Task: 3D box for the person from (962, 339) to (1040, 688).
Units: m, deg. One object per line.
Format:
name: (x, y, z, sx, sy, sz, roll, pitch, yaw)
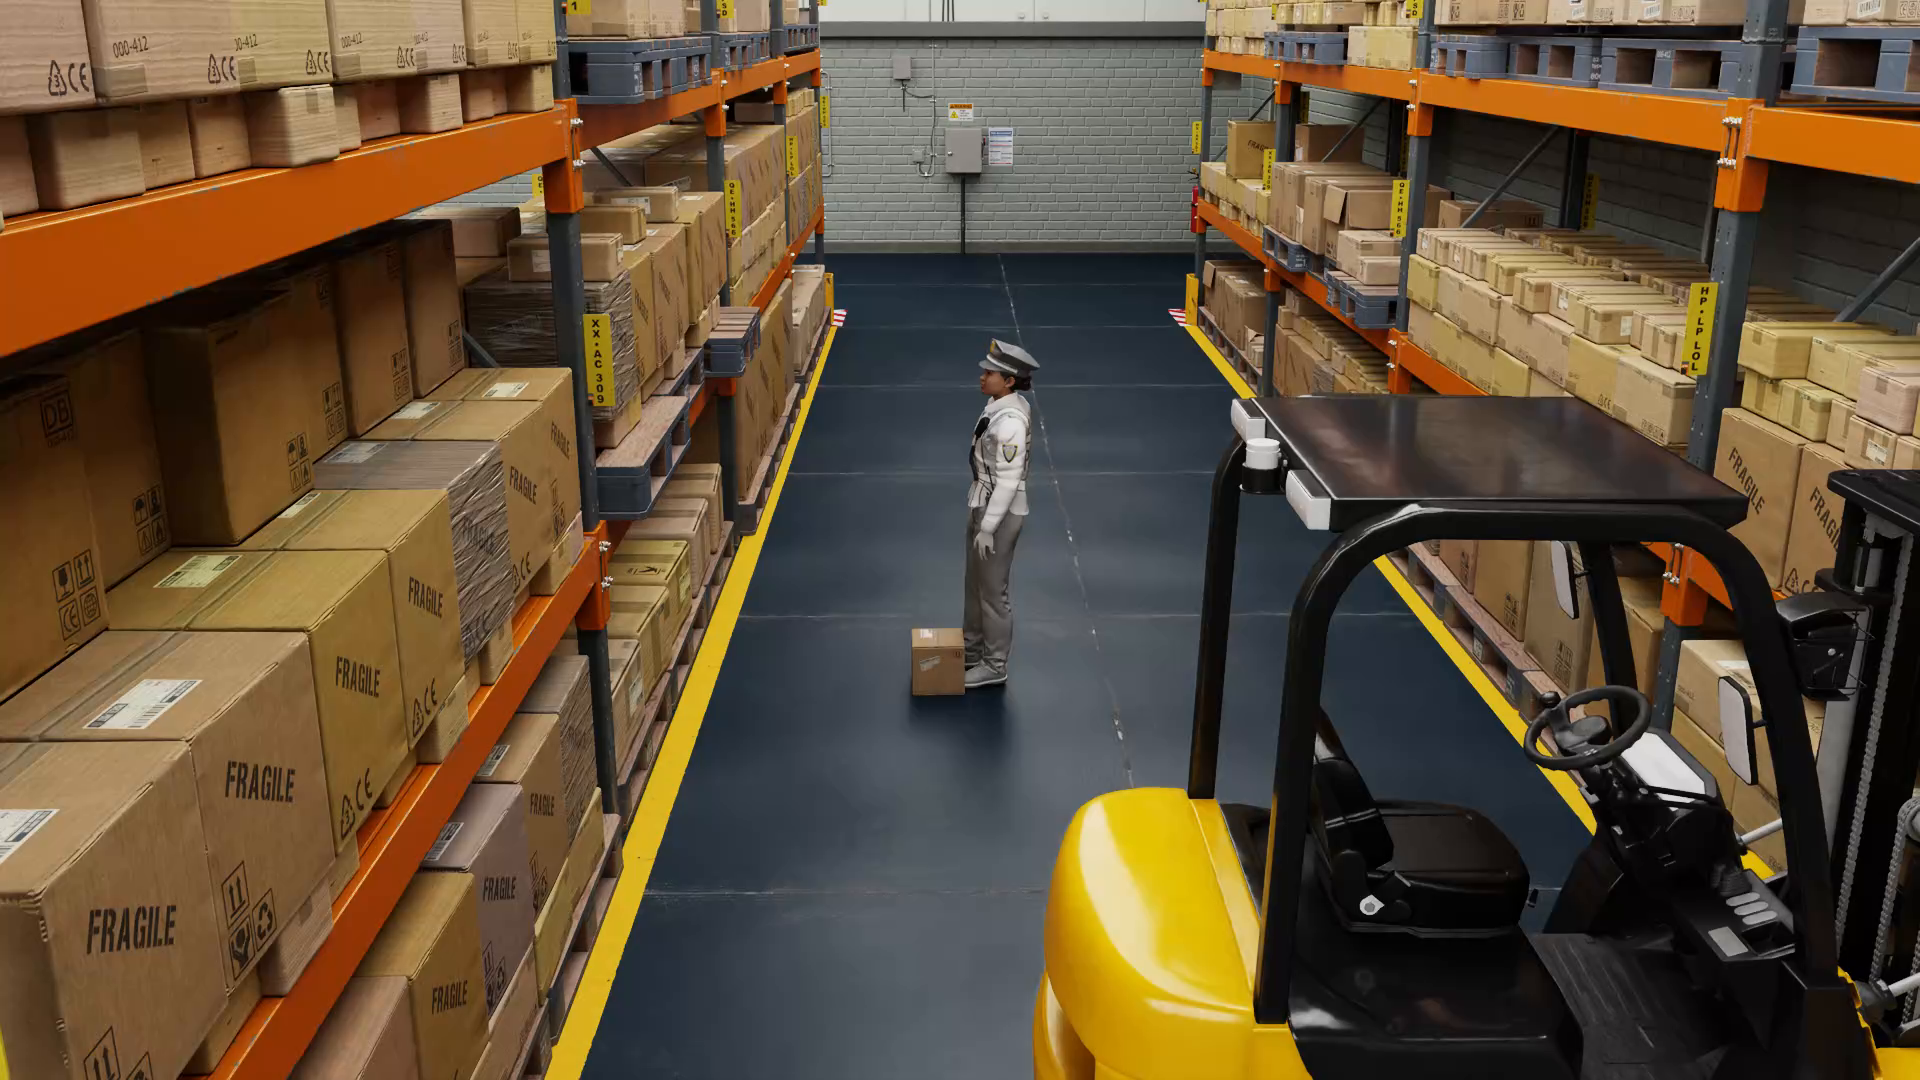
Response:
person: (0.098, -0.120, 7.845, 0.529, 1.694, 0.587, 0, 17, -1)
